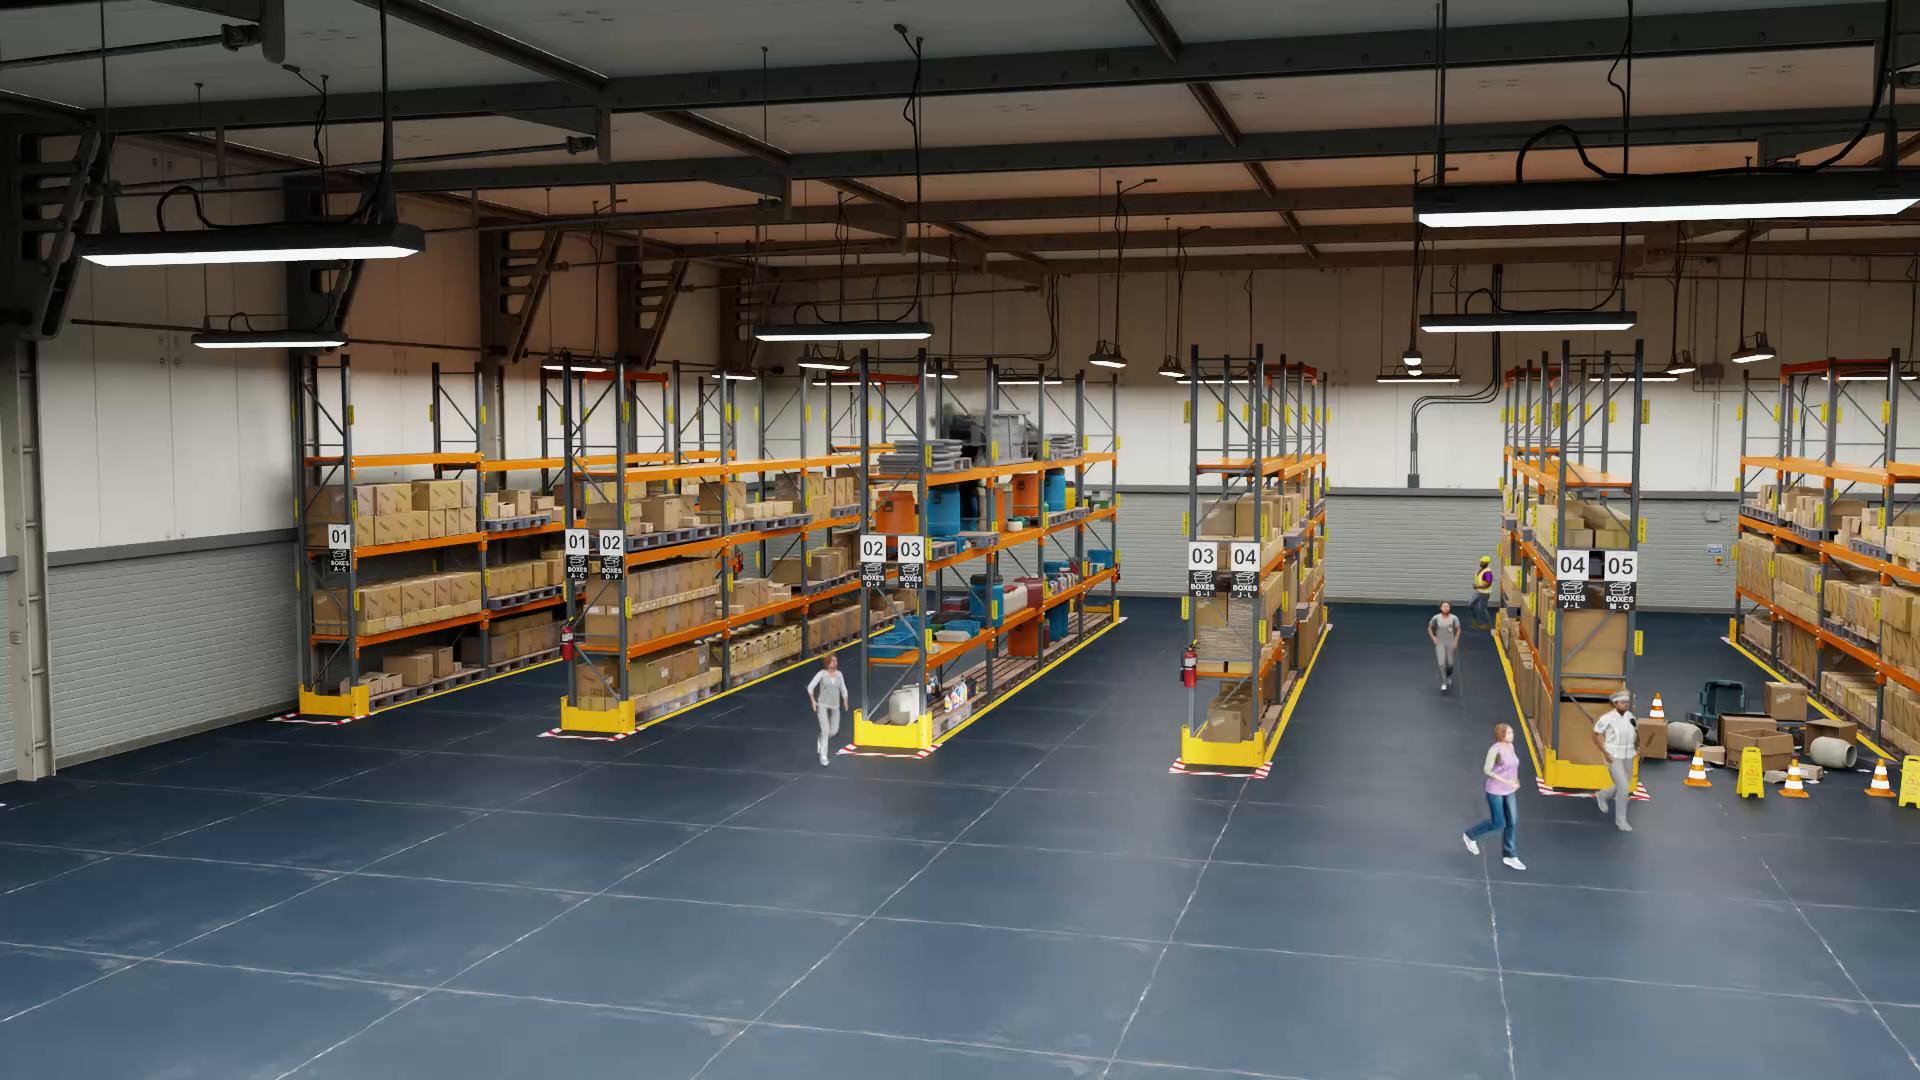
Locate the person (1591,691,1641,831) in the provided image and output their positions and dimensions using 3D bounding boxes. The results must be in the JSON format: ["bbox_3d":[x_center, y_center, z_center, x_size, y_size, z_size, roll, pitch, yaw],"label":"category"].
[{"bbox_3d":[8.017,2.655,20.362,0.596,1.686,0.744,-1,5,-18],"label":"person"}]

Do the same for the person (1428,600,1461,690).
[{"bbox_3d":[8.842,1.909,30.391,0.582,1.635,0.565,1,4,15],"label":"person"}]

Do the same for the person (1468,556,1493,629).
[{"bbox_3d":[12.166,1.237,38.721,0.641,1.758,0.696,-1,4,-14],"label":"person"}]

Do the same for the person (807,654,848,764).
[{"bbox_3d":[-1.907,2.438,24.093,0.599,1.554,0.501,-2,5,-22],"label":"person"}]

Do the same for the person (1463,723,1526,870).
[{"bbox_3d":[5.996,2.824,18.557,0.567,1.606,0.744,-3,6,-39],"label":"person"}]
